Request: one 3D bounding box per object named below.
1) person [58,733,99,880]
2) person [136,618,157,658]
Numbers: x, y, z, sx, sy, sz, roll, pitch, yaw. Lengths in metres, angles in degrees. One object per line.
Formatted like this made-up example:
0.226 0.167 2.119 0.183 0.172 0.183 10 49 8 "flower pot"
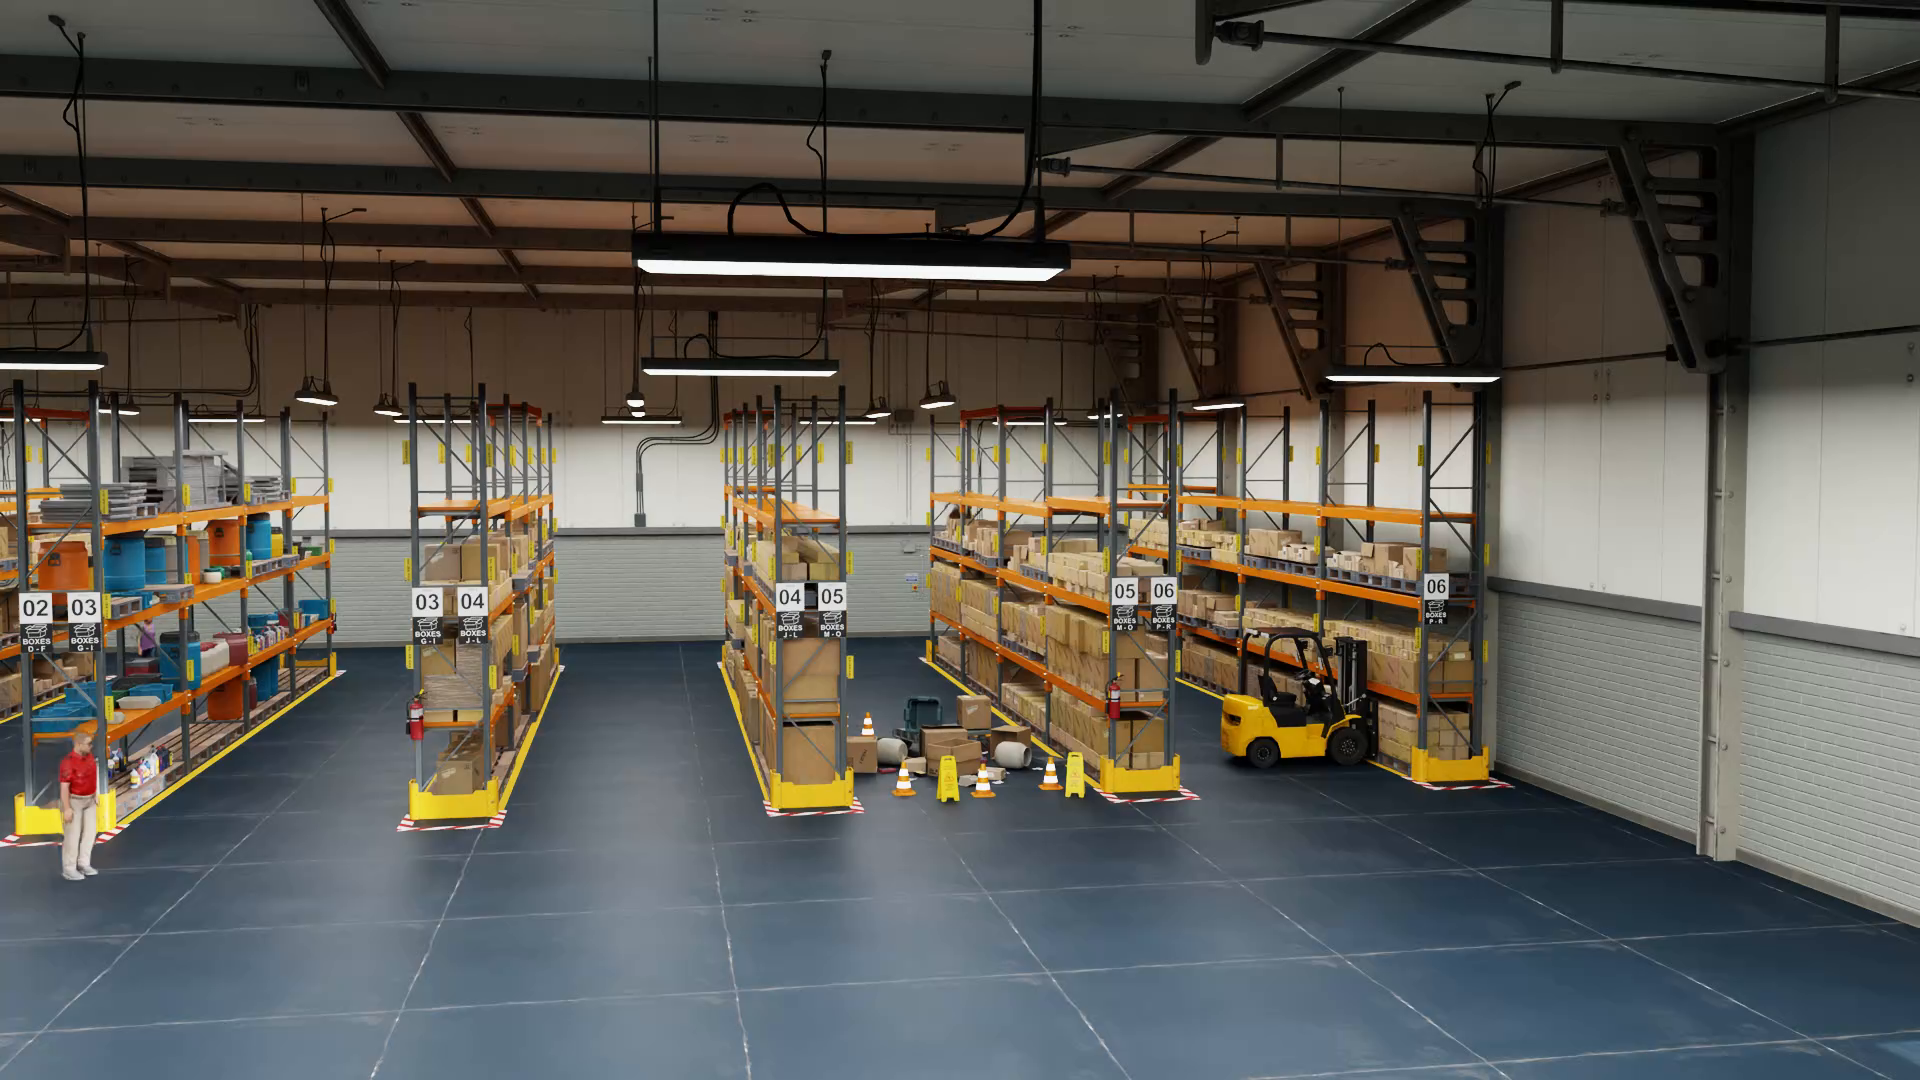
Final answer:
-10.462 3.147 19.733 0.393 1.735 0.576 1 3 10 "person"
-17.823 2.373 36.462 0.398 1.539 0.798 -1 3 -23 "person"
